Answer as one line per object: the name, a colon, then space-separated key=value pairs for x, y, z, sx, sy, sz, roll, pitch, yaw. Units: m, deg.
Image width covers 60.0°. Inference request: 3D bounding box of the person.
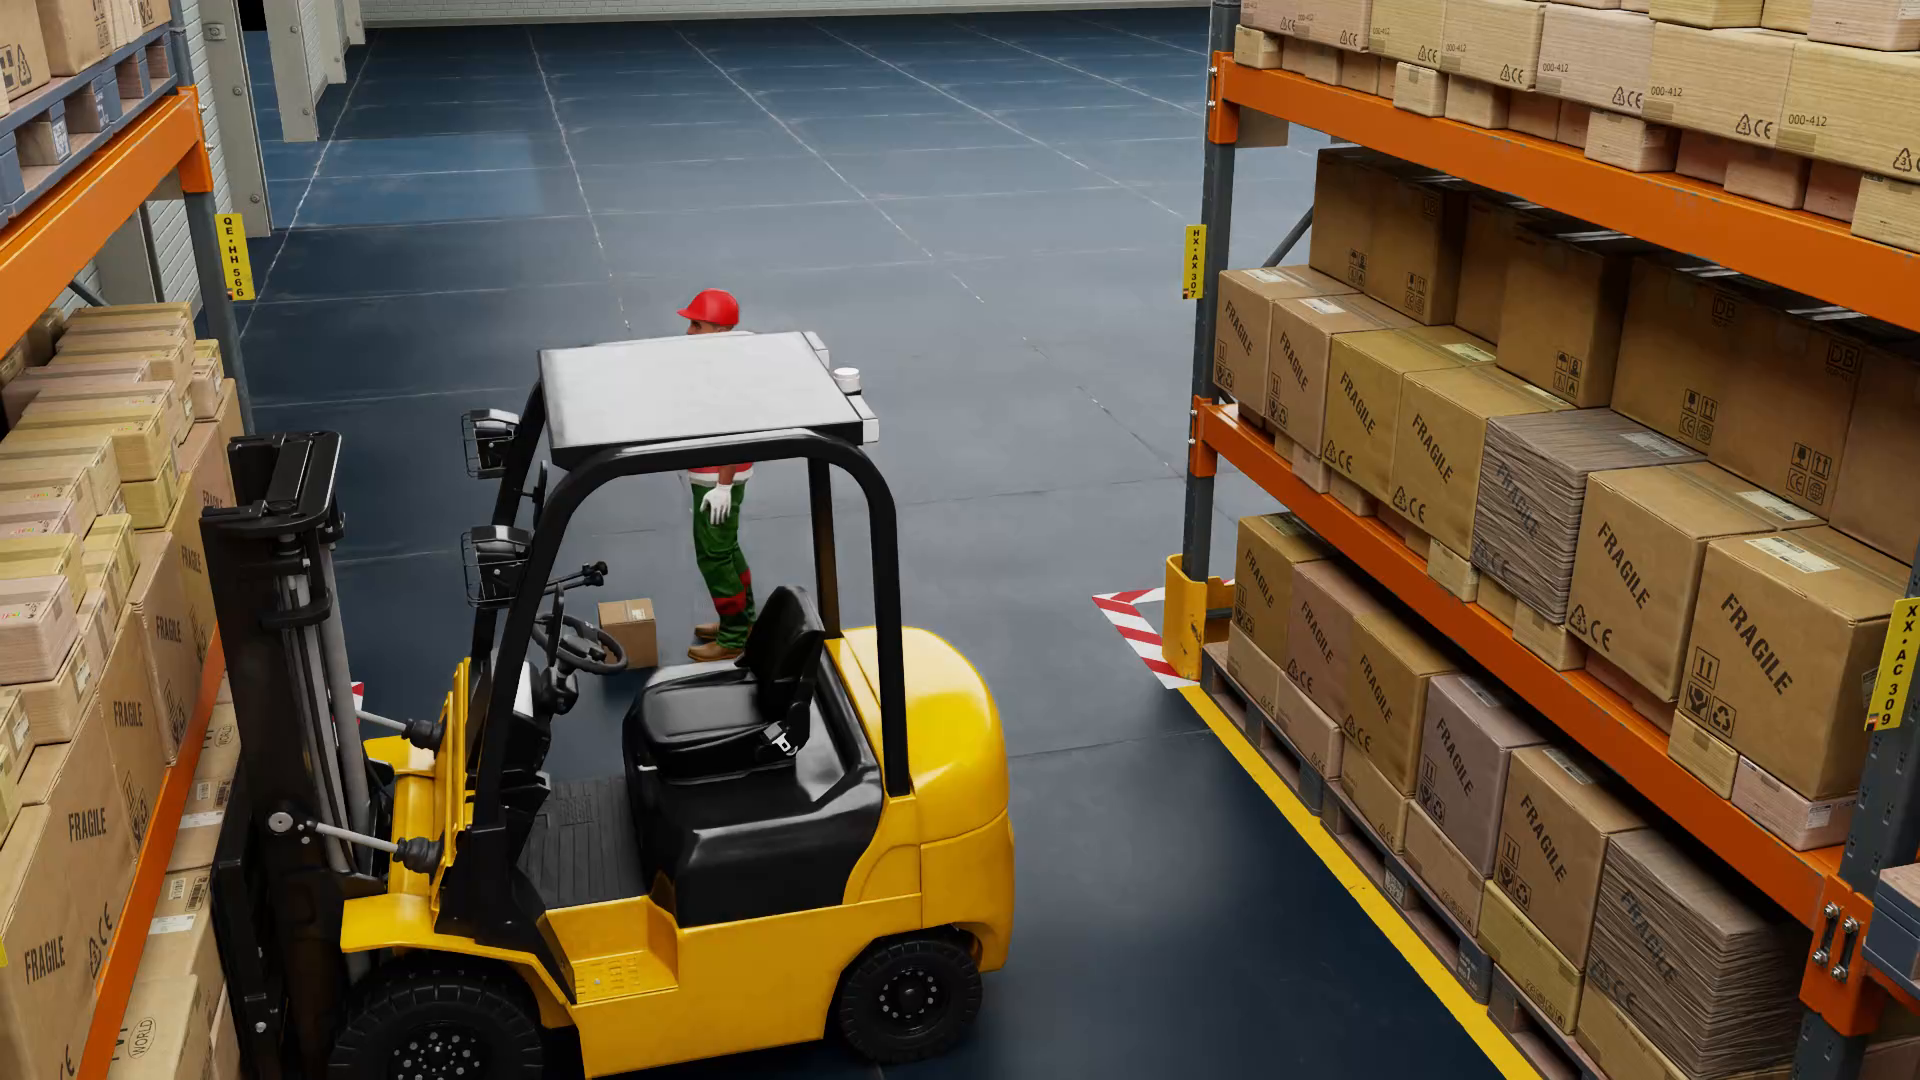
person: x=-1.151 y=-0.294 z=7.773 sx=0.380 sy=1.790 sz=0.524 roll=-6 pitch=23 yaw=-13
